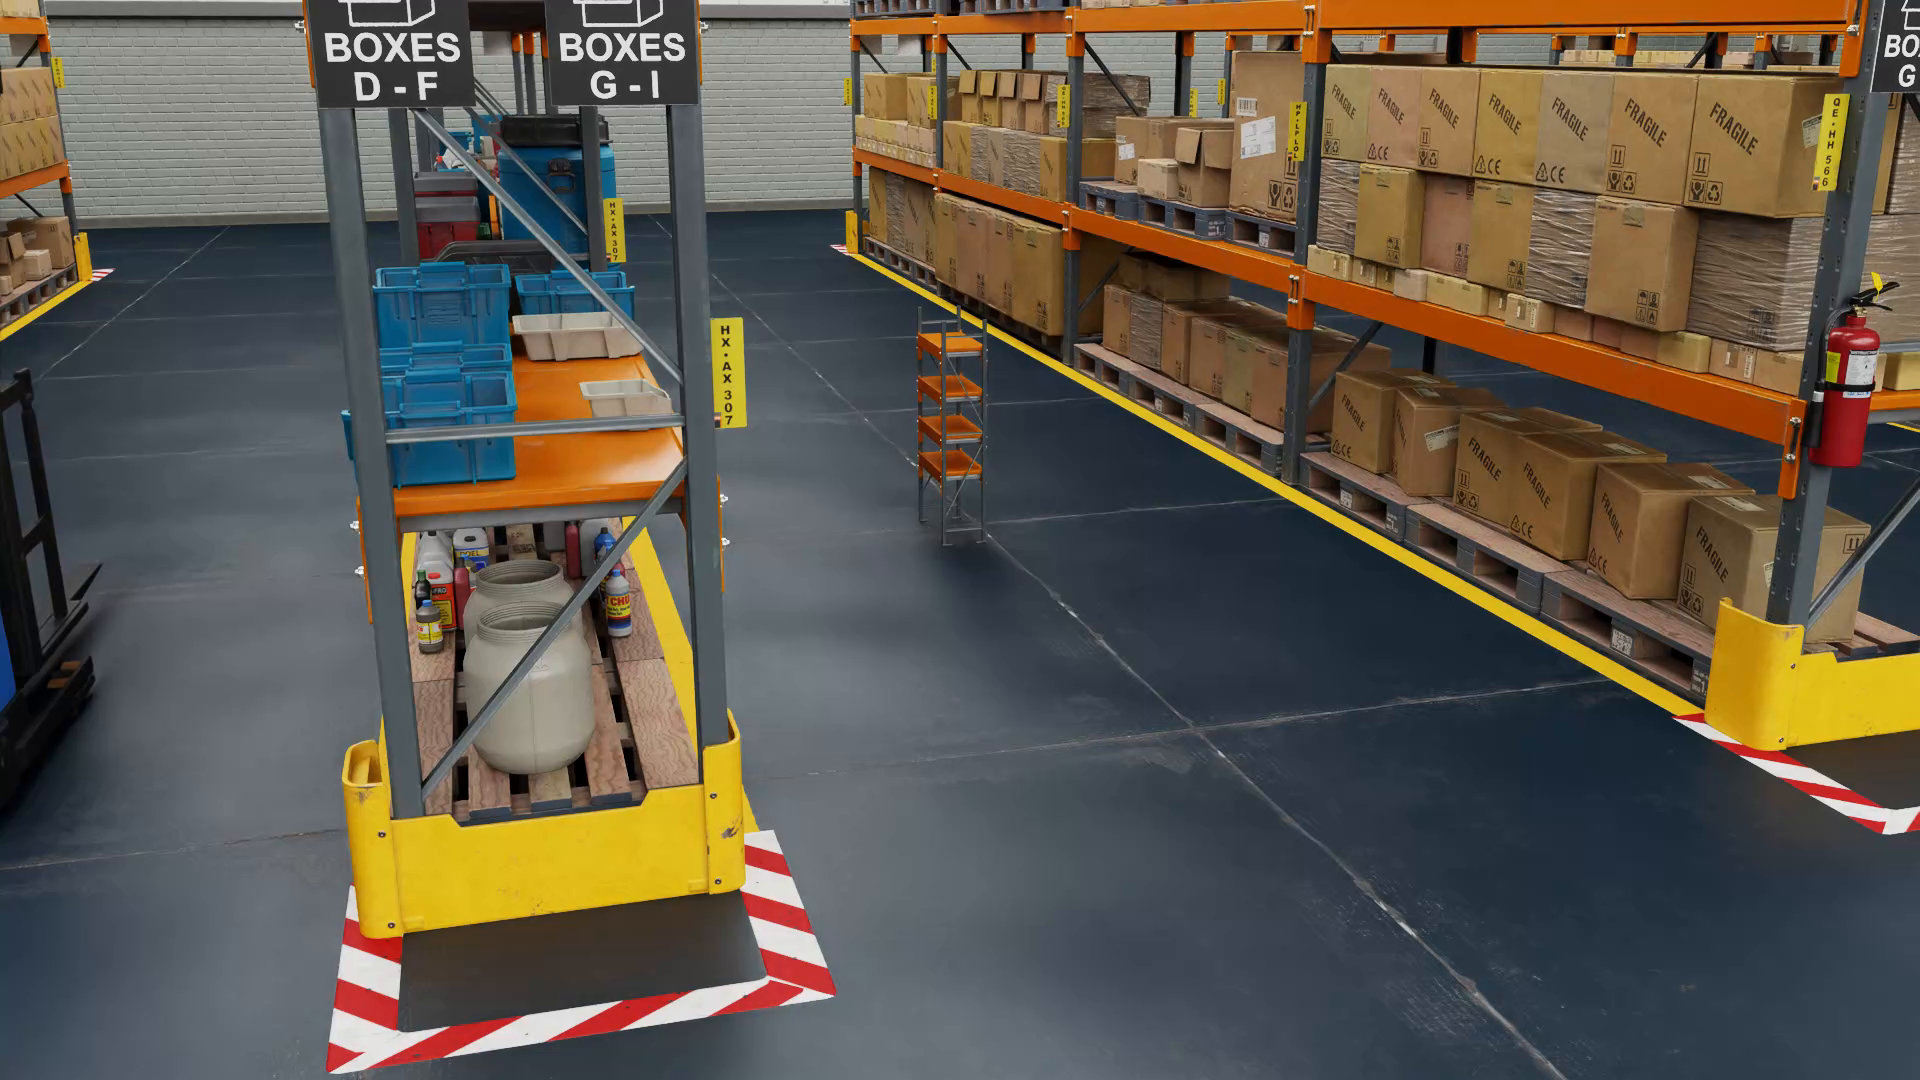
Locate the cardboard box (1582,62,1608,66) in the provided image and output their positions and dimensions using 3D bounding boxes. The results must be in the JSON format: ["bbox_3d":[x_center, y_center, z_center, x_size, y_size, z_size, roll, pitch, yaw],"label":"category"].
[{"bbox_3d":[8.687,-6.145,22.282,0.500,0.500,0.500,-5,17,-17],"label":"cardboard box"}]

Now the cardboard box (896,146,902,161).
[{"bbox_3d":[-0.501,-4.319,18.553,0.380,0.149,0.250,-5,17,-16],"label":"cardboard box"}]

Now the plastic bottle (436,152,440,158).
[{"bbox_3d":[-4.820,-3.443,15.403,0.061,0.283,0.133,-5,17,-15],"label":"plastic bottle"}]

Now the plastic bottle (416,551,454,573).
[{"bbox_3d":[-2.220,0.195,7.057,0.152,0.276,0.135,-5,17,-17],"label":"plastic bottle"}]

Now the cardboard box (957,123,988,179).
[{"bbox_3d":[0.277,-3.787,16.173,0.500,0.500,0.500,-5,17,-15],"label":"cardboard box"}]

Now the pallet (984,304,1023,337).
[{"bbox_3d":[0.875,-2.145,15.724,1.003,0.211,1.213,-5,17,-15],"label":"pallet"}]

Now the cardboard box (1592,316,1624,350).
[{"bbox_3d":[3.003,-0.926,7.256,0.380,0.149,0.250,-5,17,-15],"label":"cardboard box"}]

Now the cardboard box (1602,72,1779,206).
[{"bbox_3d":[3.018,-1.646,6.789,0.500,0.500,0.500,-5,17,-15],"label":"cardboard box"}]

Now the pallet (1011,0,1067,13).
[{"bbox_3d":[1.123,-4.439,13.631,1.213,0.211,1.003,-4,17,-13],"label":"pallet"}]

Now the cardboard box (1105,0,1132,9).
[{"bbox_3d":[1.376,-3.992,12.074,0.500,0.250,0.500,-4,17,-14],"label":"cardboard box"}]

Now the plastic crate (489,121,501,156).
[{"bbox_3d":[-4.515,-3.960,16.706,0.402,0.464,0.583,-5,17,-15],"label":"plastic crate"}]

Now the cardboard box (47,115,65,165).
[{"bbox_3d":[-9.989,-4.295,17.864,0.500,0.500,0.500,-4,17,-14],"label":"cardboard box"}]

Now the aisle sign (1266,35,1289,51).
[{"bbox_3d":[4.217,-6.785,21.807,0.394,0.787,0.004,-5,17,-15],"label":"aisle sign"}]

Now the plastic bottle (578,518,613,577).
[{"bbox_3d":[-1.676,0.016,7.656,0.152,0.276,0.135,-4,17,-14],"label":"plastic bottle"}]

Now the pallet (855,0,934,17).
[{"bbox_3d":[-0.634,-6.322,19.724,1.003,0.211,1.213,-5,17,-15],"label":"pallet"}]

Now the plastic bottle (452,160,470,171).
[{"bbox_3d":[-4.349,-3.172,14.515,0.152,0.276,0.135,-5,17,-15],"label":"plastic bottle"}]

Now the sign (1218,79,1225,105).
[{"bbox_3d":[3.427,-5.868,21.768,0.100,0.325,0.005,-5,17,-15],"label":"sign"}]

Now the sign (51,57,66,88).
[{"bbox_3d":[-9.835,-5.094,18.135,0.100,0.325,0.005,-5,17,-15],"label":"sign"}]

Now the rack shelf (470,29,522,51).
[{"bbox_3d":[-5.060,-5.279,17.349,1.077,0.370,4.000,-5,17,-15],"label":"rack shelf"}]

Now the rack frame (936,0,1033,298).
[{"bbox_3d":[0.252,-4.026,17.139,1.000,3.000,0.127,-5,17,-15],"label":"rack frame"}]

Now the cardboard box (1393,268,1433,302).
[{"bbox_3d":[2.478,-1.331,8.606,0.380,0.149,0.250,-5,17,-15],"label":"cardboard box"}]

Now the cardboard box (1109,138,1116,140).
[{"bbox_3d":[1.479,-3.123,13.961,0.500,0.500,0.500,-4,17,-14],"label":"cardboard box"}]

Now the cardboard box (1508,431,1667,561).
[{"bbox_3d":[3.043,-0.222,8.091,0.500,0.500,0.500,-3,17,-10],"label":"cardboard box"}]

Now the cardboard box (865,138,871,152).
[{"bbox_3d":[-0.925,-4.746,19.974,0.380,0.149,0.250,-5,17,-17],"label":"cardboard box"}]

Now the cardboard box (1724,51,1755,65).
[{"bbox_3d":[9.421,-5.788,19.967,0.380,0.149,0.250,-4,17,-14],"label":"cardboard box"}]

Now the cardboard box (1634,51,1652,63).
[{"bbox_3d":[8.898,-6.201,21.341,0.380,0.149,0.250,-5,17,-17],"label":"cardboard box"}]

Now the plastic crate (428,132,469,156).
[{"bbox_3d":[-4.967,-3.757,16.170,0.392,0.384,0.575,-5,17,-15],"label":"plastic crate"}]

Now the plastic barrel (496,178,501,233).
[{"bbox_3d":[-2.808,-2.197,10.857,0.421,0.512,0.421,0,17,0],"label":"plastic barrel"}]

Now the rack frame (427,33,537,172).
[{"bbox_3d":[-4.511,-3.634,15.836,1.000,3.000,0.127,-5,17,-15],"label":"rack frame"}]

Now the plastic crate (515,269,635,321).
[{"bbox_3d":[-1.747,-1.065,7.543,0.499,0.251,0.616,-5,17,-15],"label":"plastic crate"}]

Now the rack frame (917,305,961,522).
[{"bbox_3d":[-0.113,-0.688,9.157,0.240,1.200,0.015,-5,17,-15],"label":"rack frame"}]

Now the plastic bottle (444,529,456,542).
[{"bbox_3d":[-2.361,0.021,7.646,0.097,0.271,0.097,0,17,0],"label":"plastic bottle"}]

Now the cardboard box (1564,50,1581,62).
[{"bbox_3d":[8.512,-6.633,22.780,0.380,0.149,0.250,-4,17,-14],"label":"cardboard box"}]

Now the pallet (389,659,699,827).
[{"bbox_3d":[-1.497,0.778,5.994,1.003,0.211,1.213,-5,17,-15],"label":"pallet"}]

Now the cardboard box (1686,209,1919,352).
[{"bbox_3d":[3.425,-1.051,6.546,0.875,0.500,0.500,-5,17,-15],"label":"cardboard box"}]

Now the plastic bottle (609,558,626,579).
[{"bbox_3d":[-1.456,0.185,7.078,0.061,0.283,0.133,-4,17,-14],"label":"plastic bottle"}]

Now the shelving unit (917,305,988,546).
[{"bbox_3d":[-0.045,-0.620,8.932,0.258,1.200,0.503,-5,17,-15],"label":"shelving unit"}]

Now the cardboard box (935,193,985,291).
[{"bbox_3d":[0.447,-3.034,16.801,1.225,0.875,0.875,-5,17,-15],"label":"cardboard box"}]

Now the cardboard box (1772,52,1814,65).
[{"bbox_3d":[9.943,-5.754,19.855,0.380,0.149,0.250,-5,17,-16],"label":"cardboard box"}]

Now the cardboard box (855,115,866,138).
[{"bbox_3d":[-0.975,-5.049,20.289,0.500,0.250,0.500,-5,17,-17],"label":"cardboard box"}]

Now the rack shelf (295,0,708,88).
[{"bbox_3d":[-1.763,-1.960,6.299,1.077,0.370,4.000,-5,17,-15],"label":"rack shelf"}]

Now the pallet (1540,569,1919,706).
[{"bbox_3d":[3.339,0.381,7.318,1.003,0.211,1.213,-5,17,-15],"label":"pallet"}]

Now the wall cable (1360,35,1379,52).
[{"bbox_3d":[7.109,-7.975,28.467,0.585,1.953,0.123,-5,17,-15],"label":"wall cable"}]

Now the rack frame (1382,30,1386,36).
[{"bbox_3d":[5.048,-4.390,18.352,1.000,3.000,0.127,-5,17,-15],"label":"rack frame"}]

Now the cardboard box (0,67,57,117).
[{"bbox_3d":[-9.987,-4.775,17.723,0.500,0.500,0.500,-5,17,-16],"label":"cardboard box"}]

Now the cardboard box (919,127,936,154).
[{"bbox_3d":[-0.122,-4.198,17.456,0.500,0.250,0.500,-5,17,-16],"label":"cardboard box"}]

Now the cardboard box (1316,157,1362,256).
[{"bbox_3d":[2.514,-1.874,9.285,0.875,0.500,0.500,-5,17,-15],"label":"cardboard box"}]

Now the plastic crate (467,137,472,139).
[{"bbox_3d":[-5.497,-4.230,18.008,0.416,0.233,0.300,-5,17,-15],"label":"plastic crate"}]

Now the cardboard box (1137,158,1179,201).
[{"bbox_3d":[1.590,-2.567,11.813,0.500,0.250,0.500,-5,17,-17],"label":"cardboard box"}]

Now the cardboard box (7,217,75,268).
[{"bbox_3d":[-9.987,-3.232,18.079,0.500,0.500,0.500,-5,17,-15],"label":"cardboard box"}]

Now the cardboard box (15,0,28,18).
[{"bbox_3d":[-9.852,-5.454,16.942,0.500,0.250,0.500,-5,17,-15],"label":"cardboard box"}]

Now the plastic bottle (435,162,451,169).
[{"bbox_3d":[-4.432,-3.096,14.261,0.152,0.276,0.135,-5,17,-15],"label":"plastic bottle"}]

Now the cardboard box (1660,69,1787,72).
[{"bbox_3d":[3.391,-1.826,7.389,0.500,0.500,0.500,-5,17,-15],"label":"cardboard box"}]

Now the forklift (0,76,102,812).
[{"bbox_3d":[-4.025,-0.645,6.004,1.130,2.935,3.031,-4,17,-13],"label":"forklift"}]

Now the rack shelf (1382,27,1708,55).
[{"bbox_3d":[5.598,-4.929,16.182,1.077,0.370,4.000,-5,17,-15],"label":"rack shelf"}]

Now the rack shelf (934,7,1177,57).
[{"bbox_3d":[0.801,-4.564,14.970,1.077,0.370,4.000,-5,17,-15],"label":"rack shelf"}]

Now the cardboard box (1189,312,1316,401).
[{"bbox_3d":[2.035,-1.286,11.599,0.700,0.500,0.500,-6,18,-20],"label":"cardboard box"}]
